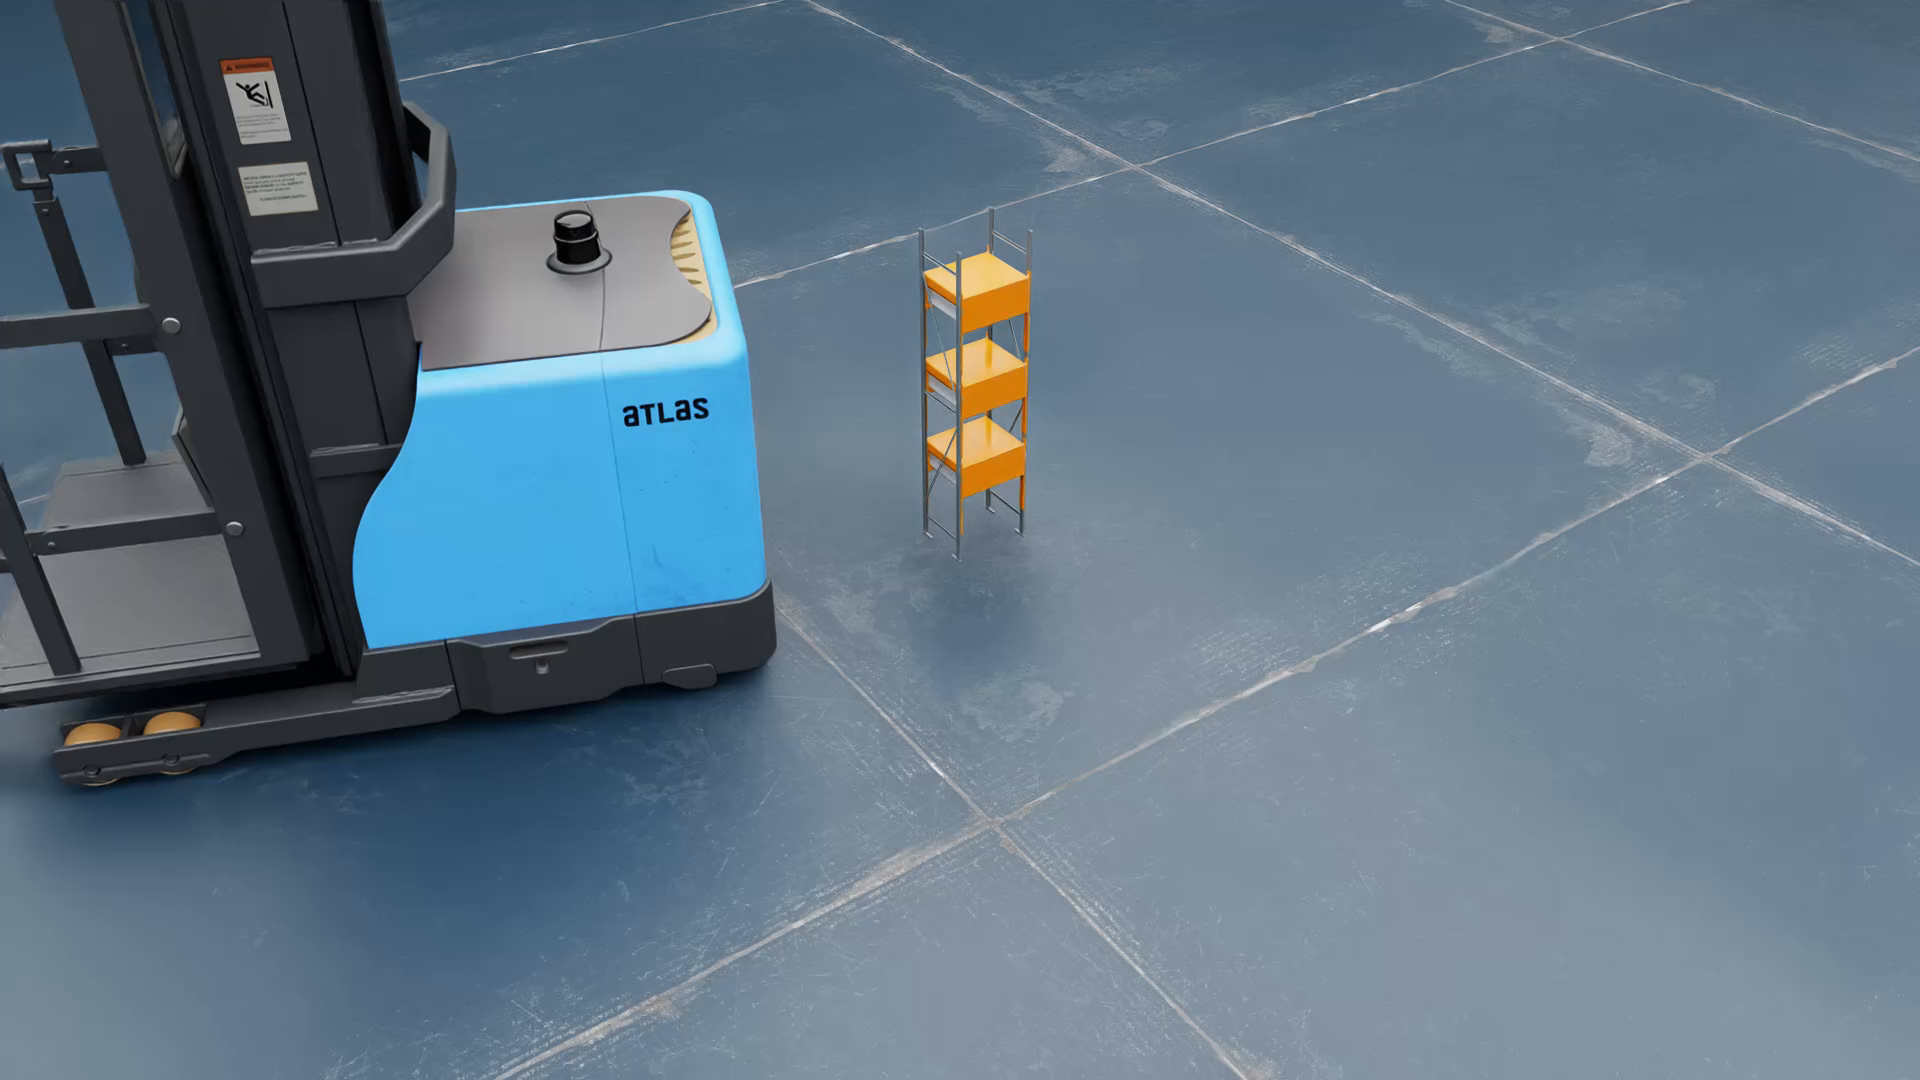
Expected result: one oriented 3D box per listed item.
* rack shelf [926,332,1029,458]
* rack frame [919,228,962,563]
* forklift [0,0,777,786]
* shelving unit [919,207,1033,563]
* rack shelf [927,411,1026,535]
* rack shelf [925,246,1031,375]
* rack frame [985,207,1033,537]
[{"bbox_3d":[0.044,-0.436,4.975,0.240,0.259,0.215,-22,41,-28],"label":"rack shelf"},{"bbox_3d":[-0.056,-0.403,4.911,0.008,1.050,0.200,-22,41,-28],"label":"rack frame"},{"bbox_3d":[-2.092,-0.885,3.971,3.031,2.935,1.130,-8,36,-10],"label":"forklift"},{"bbox_3d":[0.044,-0.444,4.968,0.252,1.050,0.215,-22,41,-28],"label":"shelving unit"},{"bbox_3d":[0.044,-0.210,5.137,0.240,0.259,0.215,-22,41,-28],"label":"rack shelf"},{"bbox_3d":[0.044,-0.666,4.809,0.240,0.259,0.215,-22,41,-28],"label":"rack shelf"},{"bbox_3d":[0.143,-0.485,5.026,0.008,1.050,0.200,-22,41,-28],"label":"rack frame"}]
